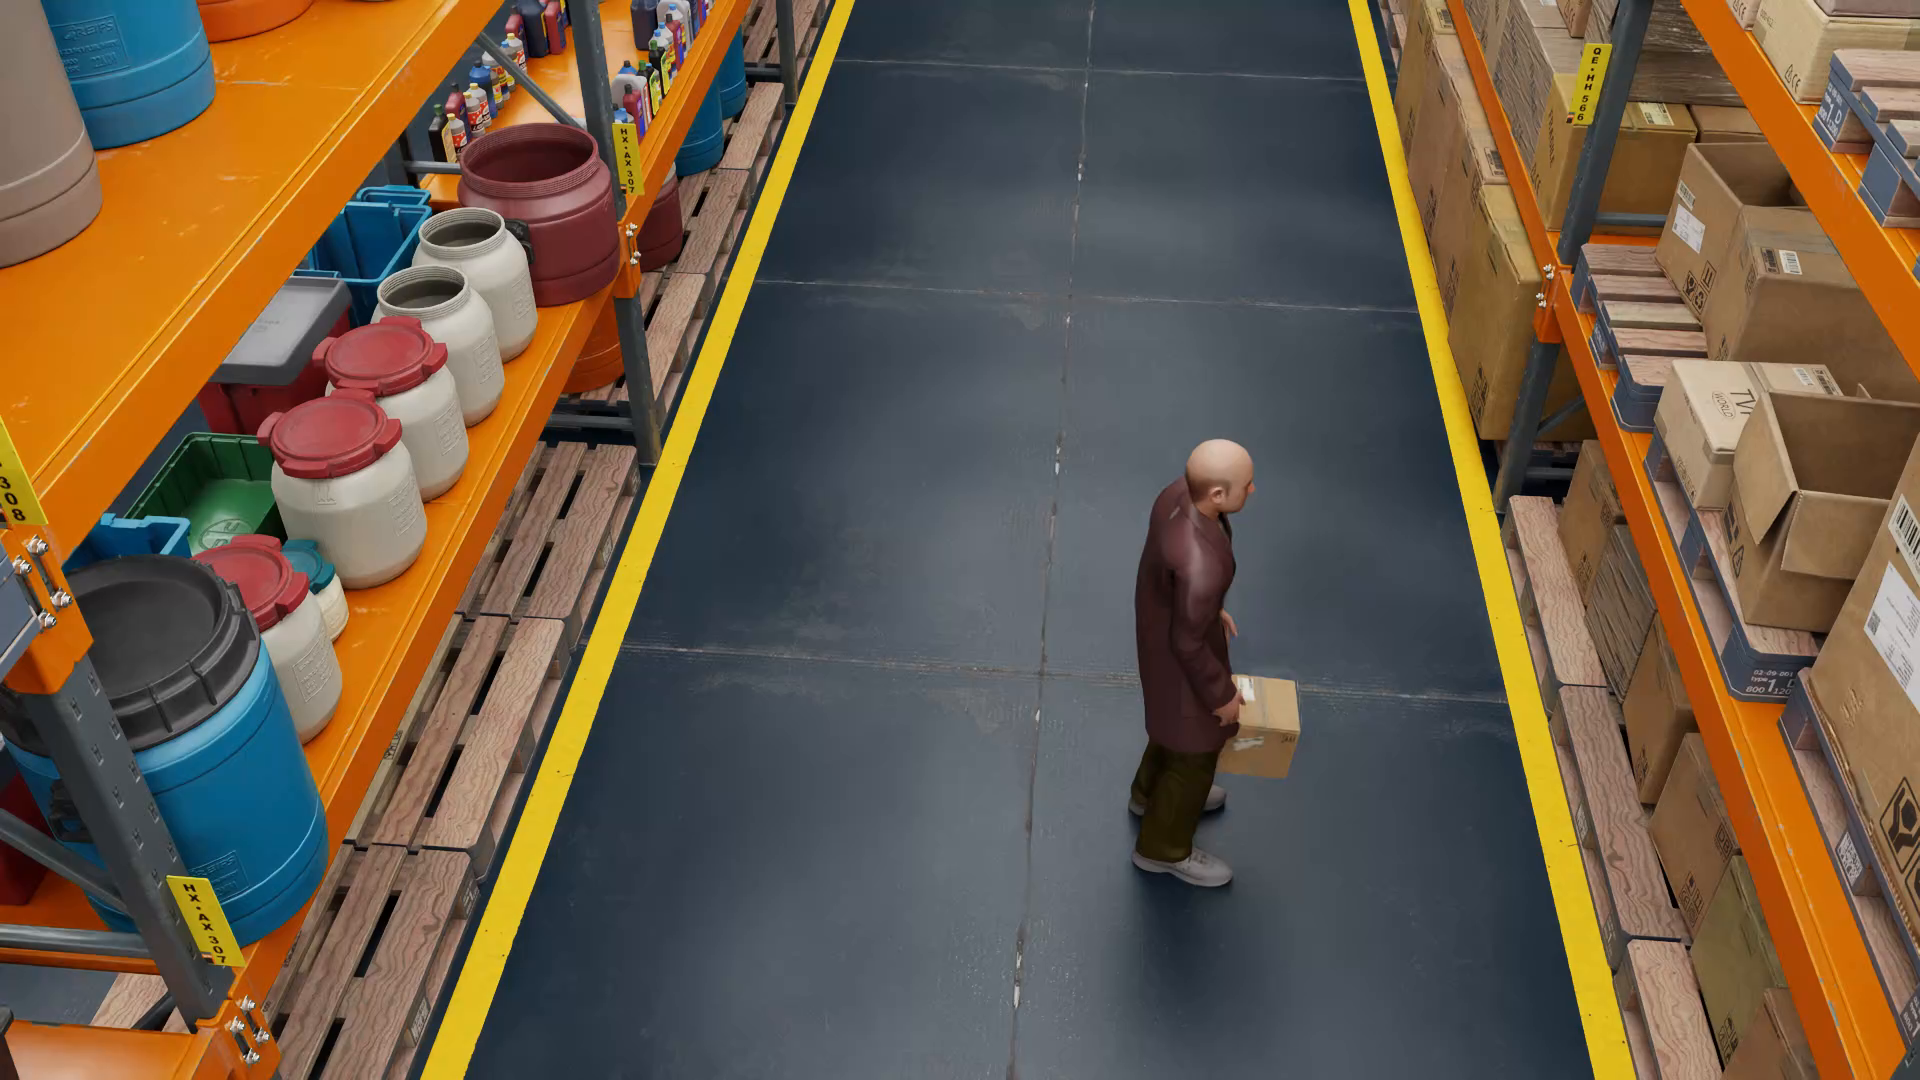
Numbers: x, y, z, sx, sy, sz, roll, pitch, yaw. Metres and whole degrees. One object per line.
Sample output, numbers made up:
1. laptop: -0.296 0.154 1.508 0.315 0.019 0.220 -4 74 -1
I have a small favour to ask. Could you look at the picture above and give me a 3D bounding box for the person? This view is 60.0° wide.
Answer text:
1. person: 0.795 0.400 5.680 0.424 1.778 0.589 2 40 3
